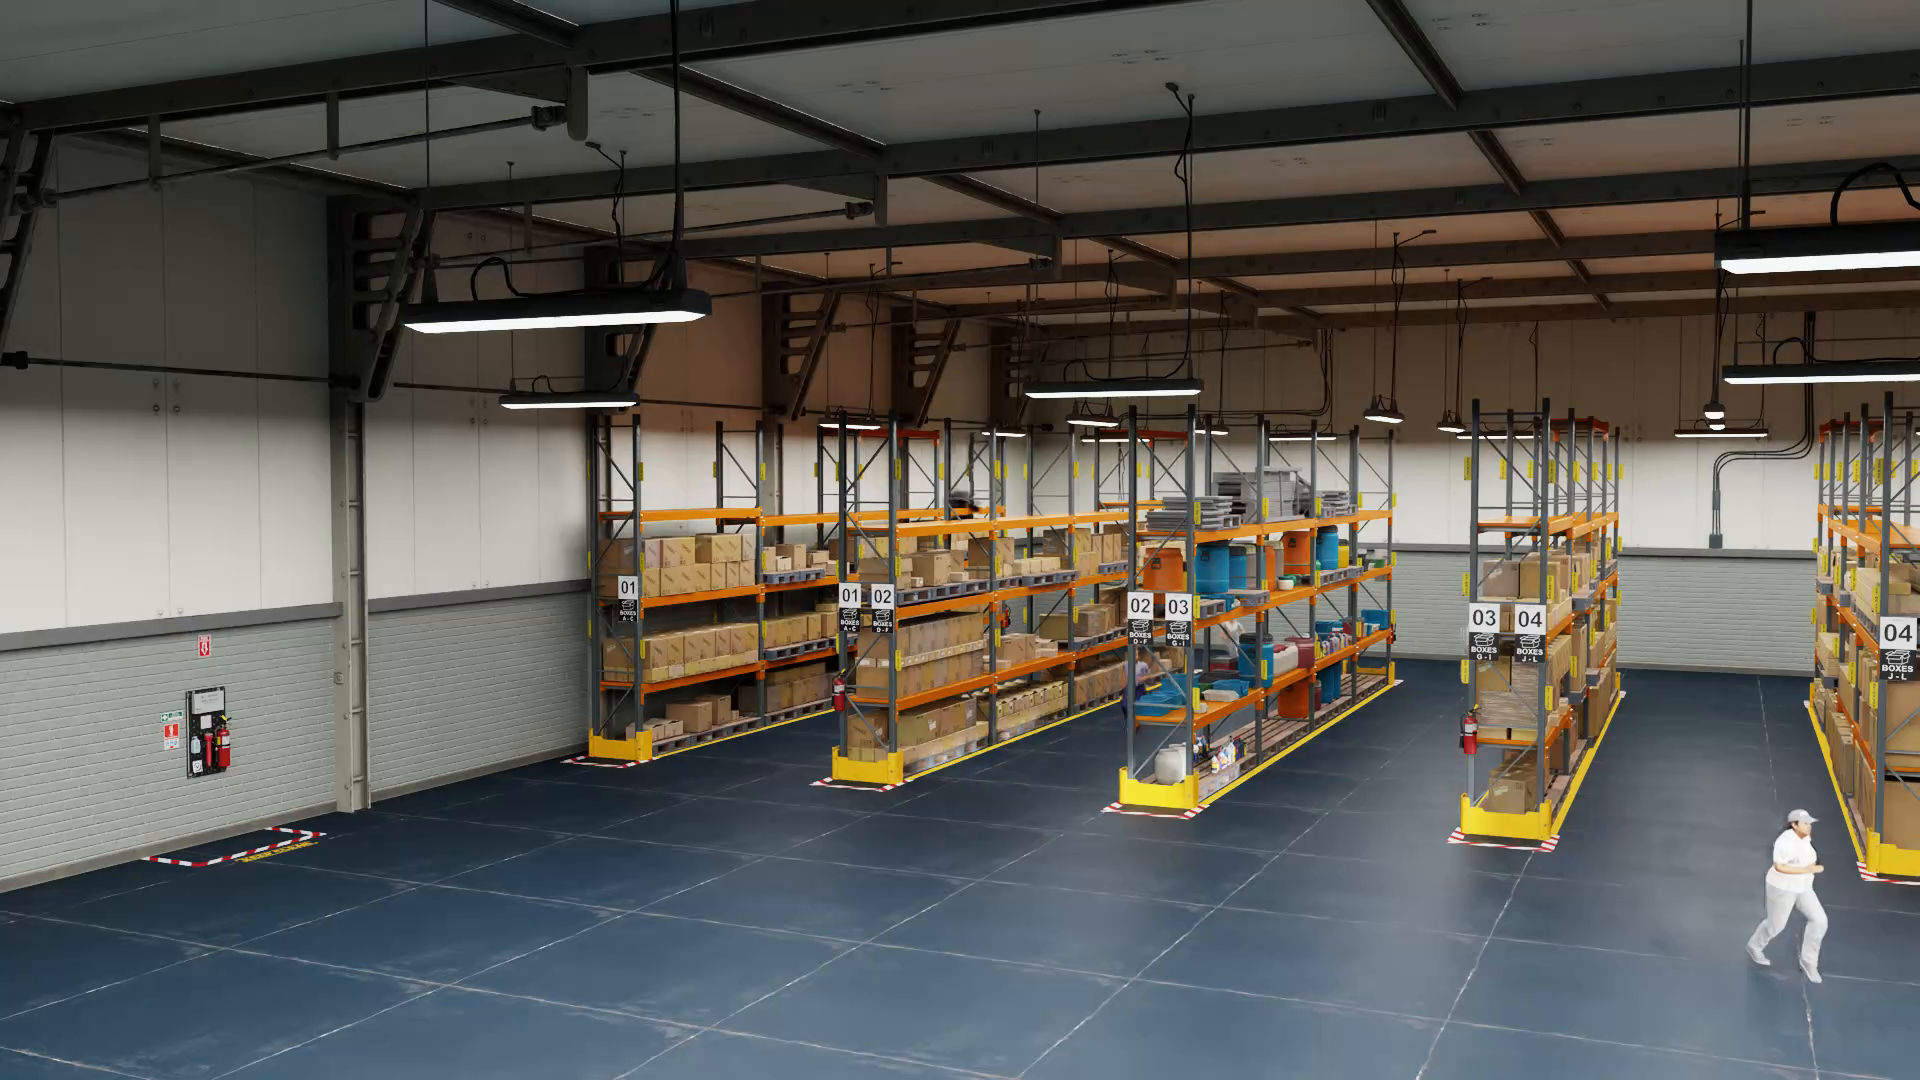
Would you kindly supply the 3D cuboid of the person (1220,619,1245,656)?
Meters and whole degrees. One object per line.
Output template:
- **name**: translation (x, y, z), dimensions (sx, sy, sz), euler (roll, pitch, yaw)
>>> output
- **person**: translation (6.626, 2.544, 40.395), dimensions (0.594, 1.615, 0.624), euler (0, 2, -1)

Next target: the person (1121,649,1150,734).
- **person**: translation (3.331, 2.886, 31.683), dimensions (0.594, 1.621, 0.690), euler (1, 2, 19)

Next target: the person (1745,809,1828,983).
- **person**: translation (8.220, 3.502, 16.547), dimensions (0.626, 1.707, 0.832), euler (-1, 3, -29)
